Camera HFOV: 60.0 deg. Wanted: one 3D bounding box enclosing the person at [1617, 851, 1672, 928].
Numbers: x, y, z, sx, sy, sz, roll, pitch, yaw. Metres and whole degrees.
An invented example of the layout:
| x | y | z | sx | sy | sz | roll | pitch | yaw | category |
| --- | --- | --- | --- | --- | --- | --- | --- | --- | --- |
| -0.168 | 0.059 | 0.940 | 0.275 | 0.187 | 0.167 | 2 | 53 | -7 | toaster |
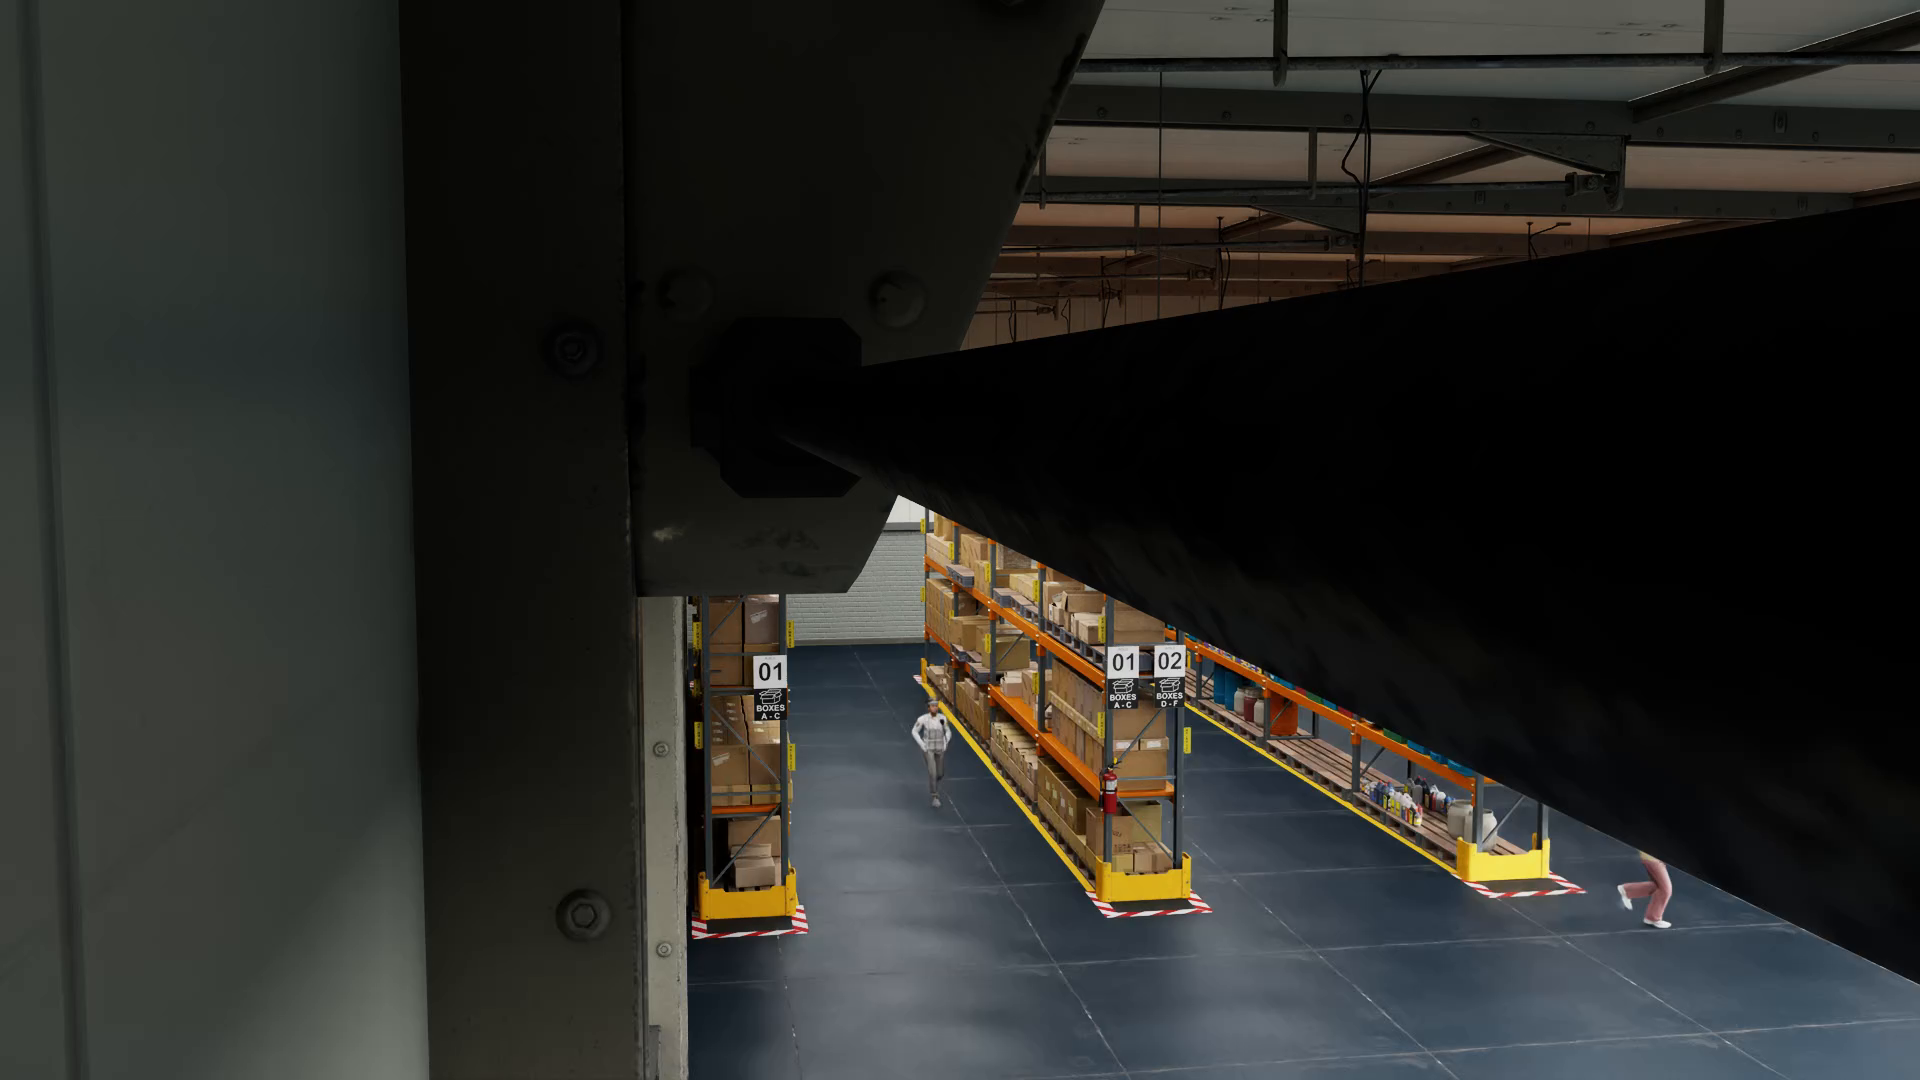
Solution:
| x | y | z | sx | sy | sz | roll | pitch | yaw | category |
| --- | --- | --- | --- | --- | --- | --- | --- | --- | --- |
| 8.171 | 3.787 | 19.820 | 0.616 | 1.621 | 0.566 | 3 | 6 | 27 | person |

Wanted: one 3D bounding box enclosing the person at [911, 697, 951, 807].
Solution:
| x | y | z | sx | sy | sz | roll | pitch | yaw | category |
| --- | --- | --- | --- | --- | --- | --- | --- | --- | --- |
| -0.437 | 3.239 | 25.742 | 0.627 | 1.680 | 0.657 | -2 | 5 | -17 | person |
